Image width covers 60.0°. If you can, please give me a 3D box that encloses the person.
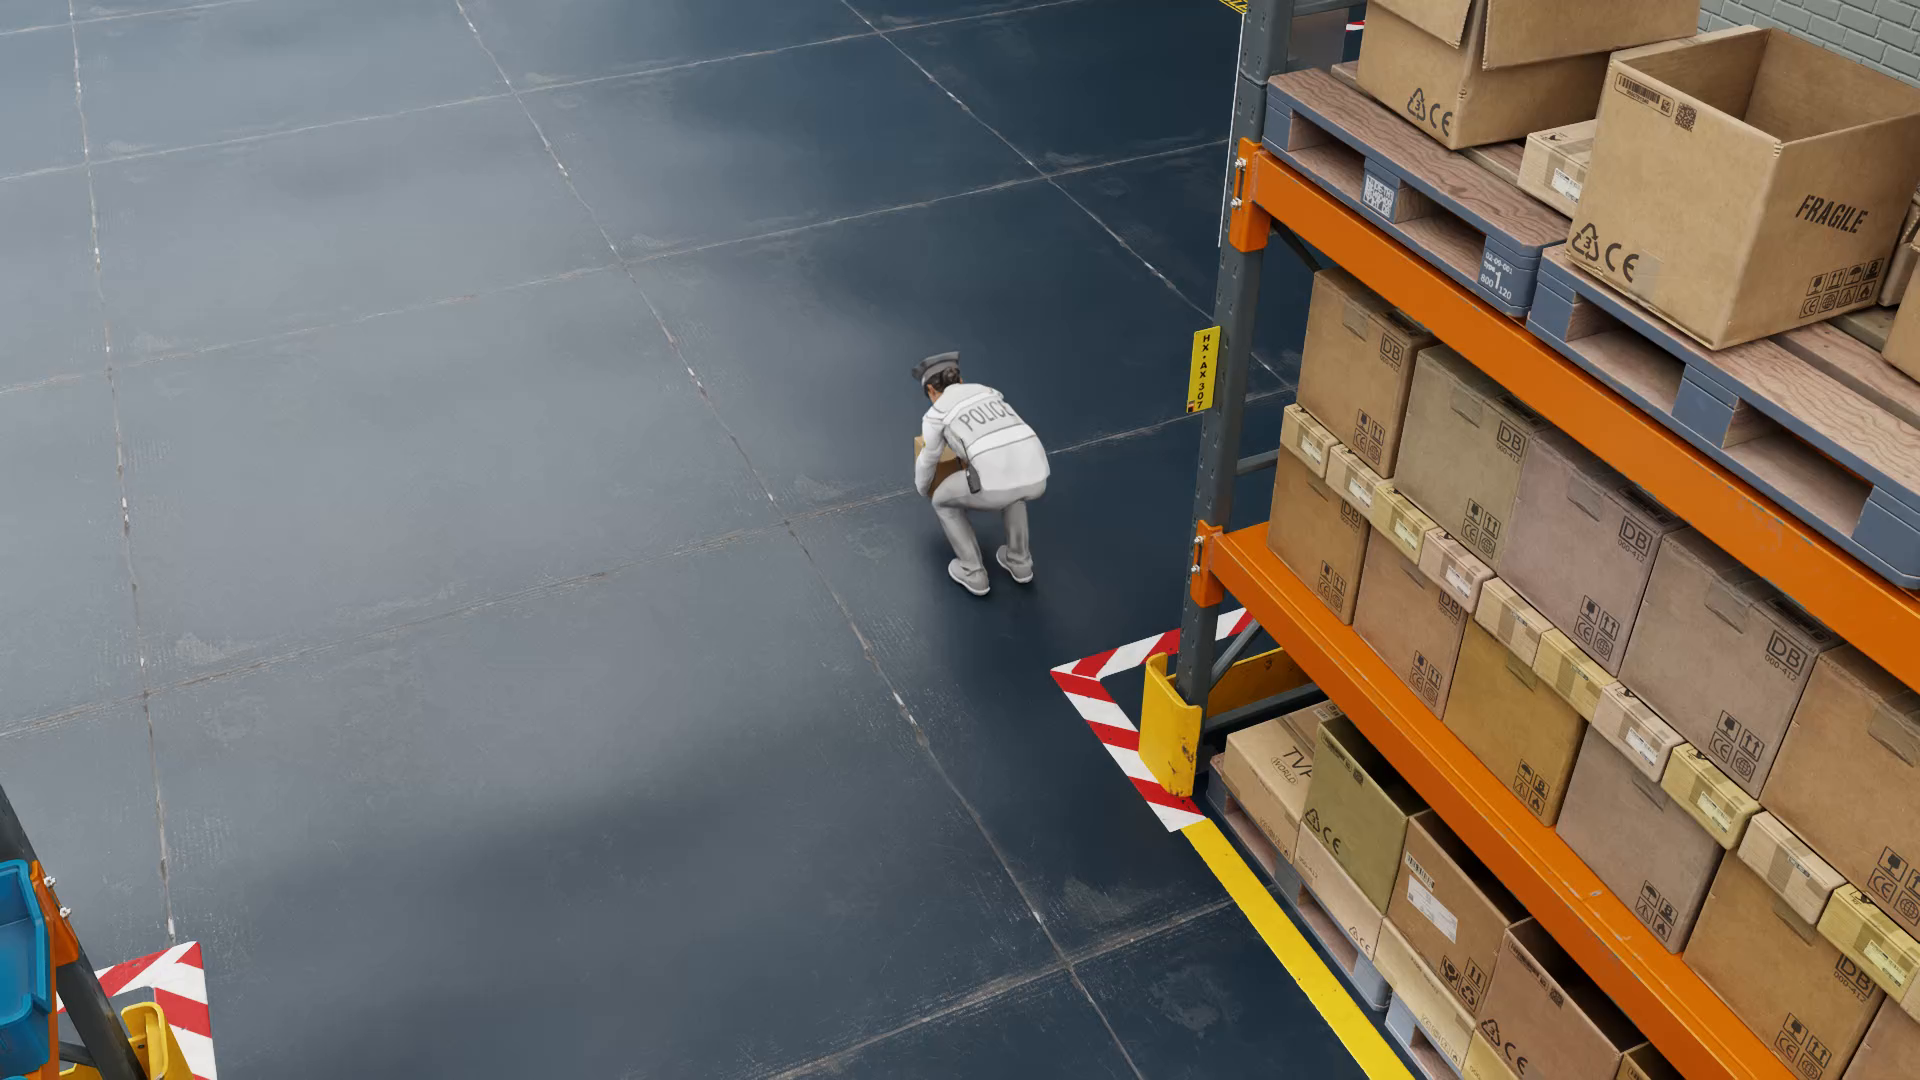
[{"bbox_3d":[0.072,-0.316,7.822,0.466,0.990,0.917,-18,41,-22],"label":"person"}]
